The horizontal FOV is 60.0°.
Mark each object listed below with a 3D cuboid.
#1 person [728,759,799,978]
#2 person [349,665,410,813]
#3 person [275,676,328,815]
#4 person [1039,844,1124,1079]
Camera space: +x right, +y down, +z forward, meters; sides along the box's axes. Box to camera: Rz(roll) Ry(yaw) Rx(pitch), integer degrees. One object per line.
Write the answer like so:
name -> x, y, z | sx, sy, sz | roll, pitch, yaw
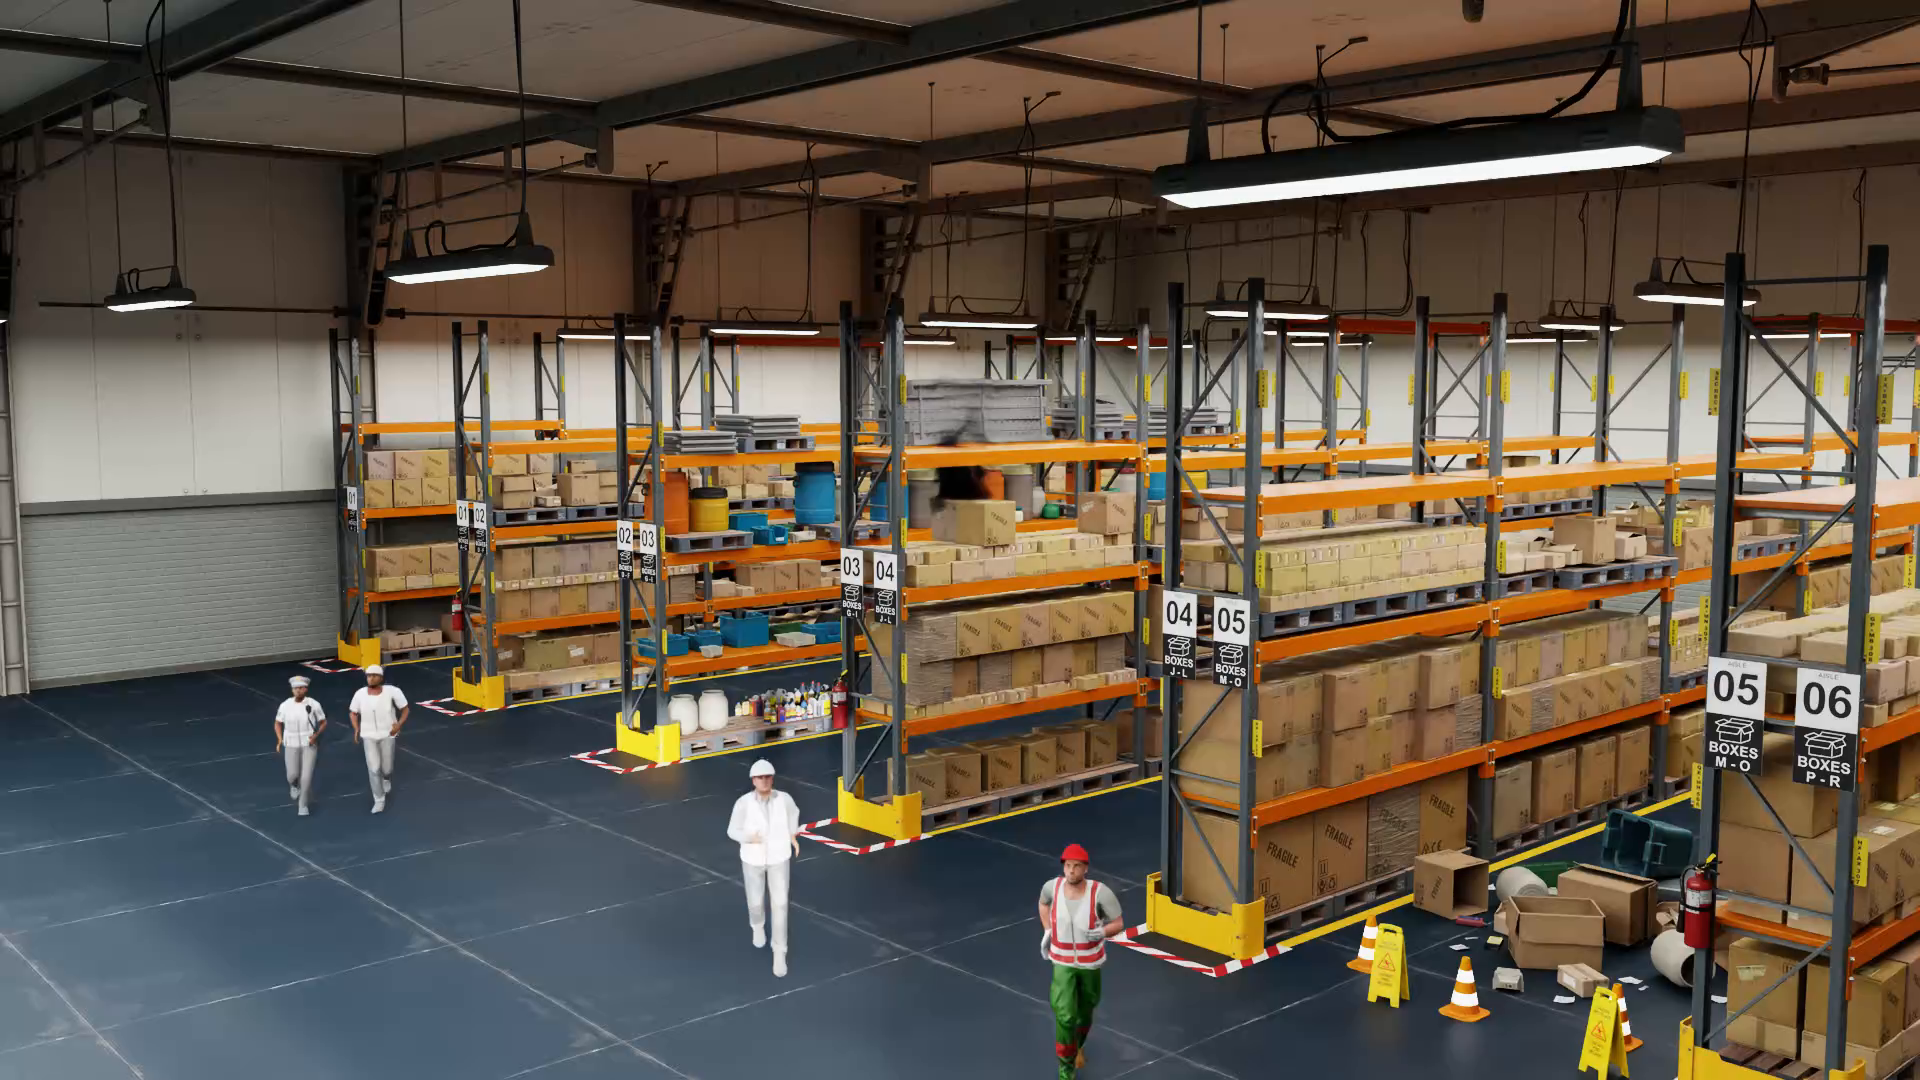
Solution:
person -> -1.713, 2.819, 14.615 | 0.645, 1.800, 0.918 | -1, 6, -10
person -> -6.952, 2.346, 19.915 | 0.693, 1.743, 0.669 | -1, 6, -11
person -> -7.777, 2.413, 19.632 | 0.590, 1.649, 0.552 | -2, 6, -17
person -> 0.872, 3.090, 12.049 | 0.623, 1.839, 0.845 | 1, 6, 5
